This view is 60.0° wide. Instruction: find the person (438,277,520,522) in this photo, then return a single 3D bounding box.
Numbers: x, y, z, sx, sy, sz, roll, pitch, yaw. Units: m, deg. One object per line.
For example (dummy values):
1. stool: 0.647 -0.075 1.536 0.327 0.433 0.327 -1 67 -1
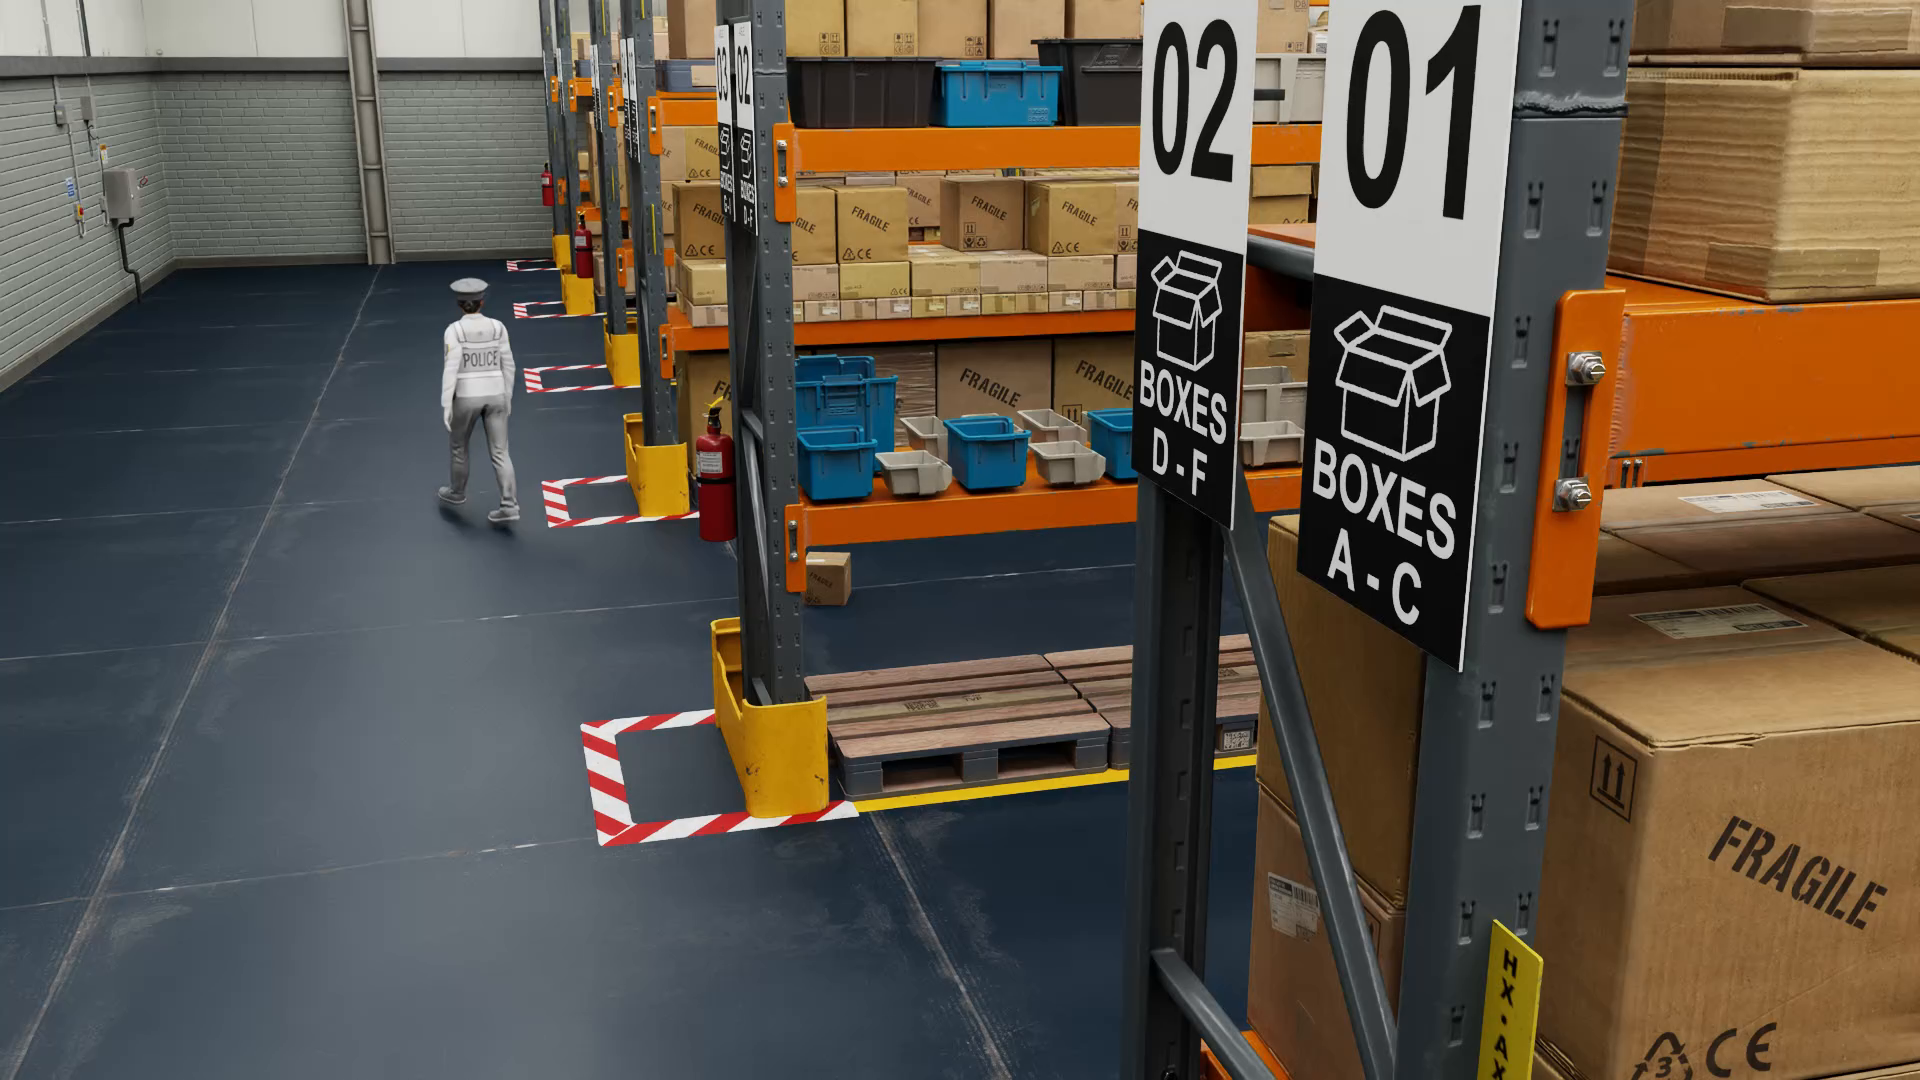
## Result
1. person: -3.311 -0.976 11.369 0.556 1.607 1.008 -10 19 -30
